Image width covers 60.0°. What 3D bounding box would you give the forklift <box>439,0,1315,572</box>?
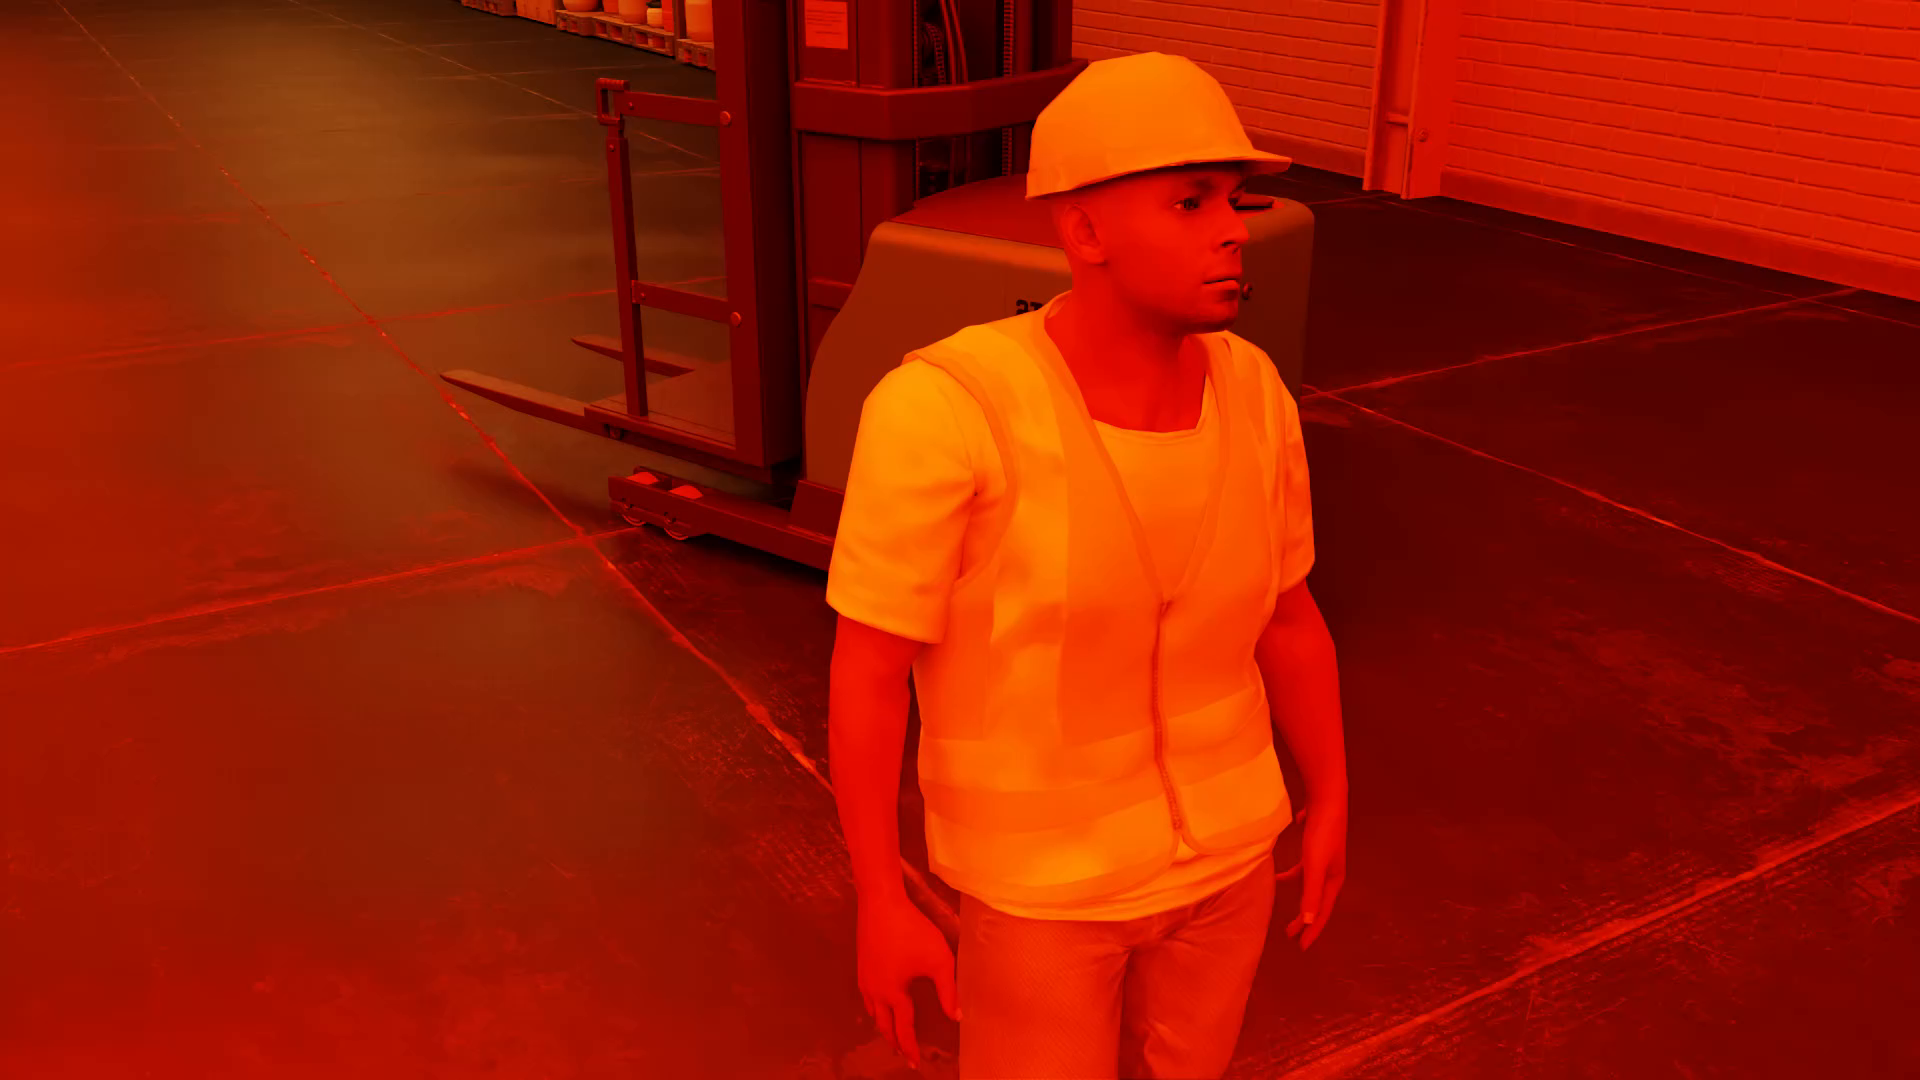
[{"bbox_3d":[-0.481,-1.497,4.922,3.031,2.935,1.130,16,27,34],"label":"forklift"}]

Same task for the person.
[{"bbox_3d":[0.206,0.386,1.849,0.665,1.768,0.575,-12,25,-27],"label":"person"}]
